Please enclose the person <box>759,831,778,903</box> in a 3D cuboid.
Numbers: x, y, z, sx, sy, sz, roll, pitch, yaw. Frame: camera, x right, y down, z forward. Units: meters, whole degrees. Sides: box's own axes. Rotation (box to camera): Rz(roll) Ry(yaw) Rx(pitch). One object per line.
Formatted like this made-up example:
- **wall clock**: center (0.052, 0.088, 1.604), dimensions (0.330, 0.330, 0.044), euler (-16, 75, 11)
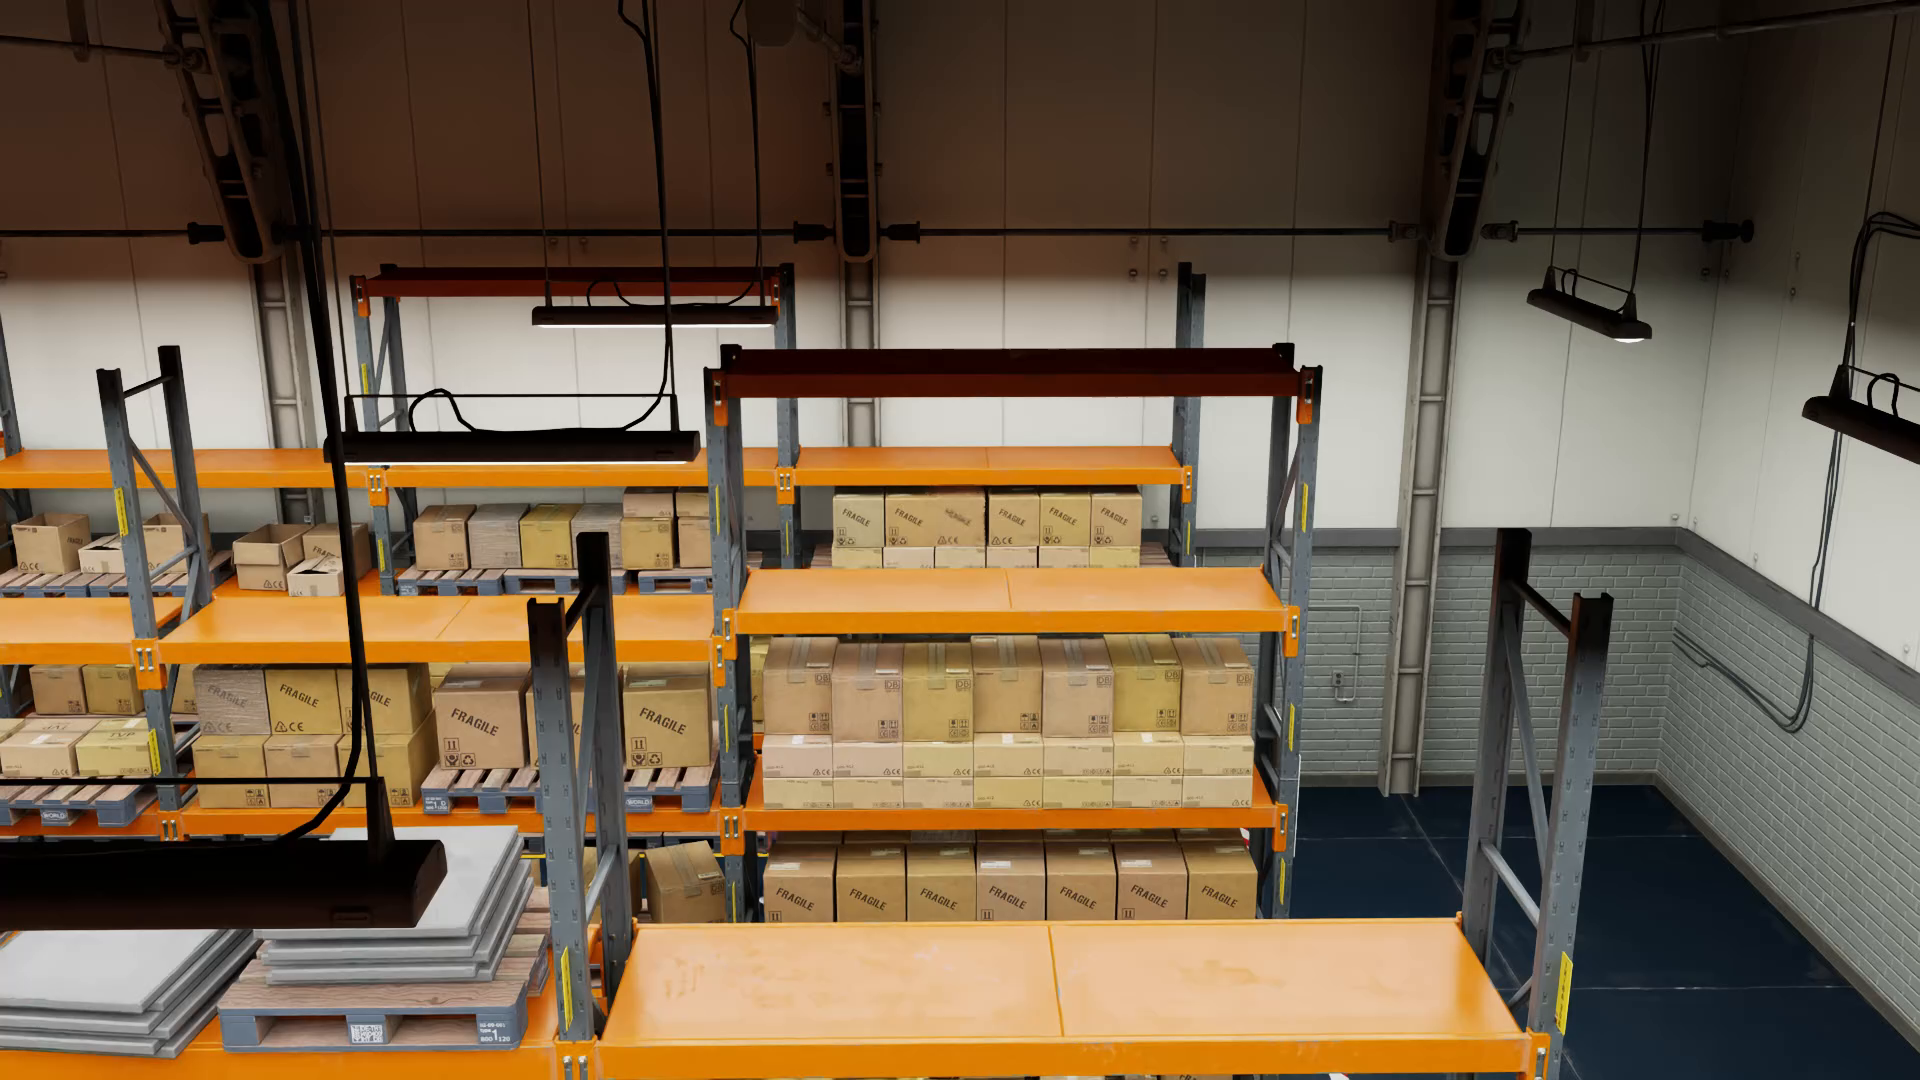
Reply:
- **person**: center (-1.735, 2.837, 16.015), dimensions (0.514, 1.609, 0.449), euler (6, 17, 21)
